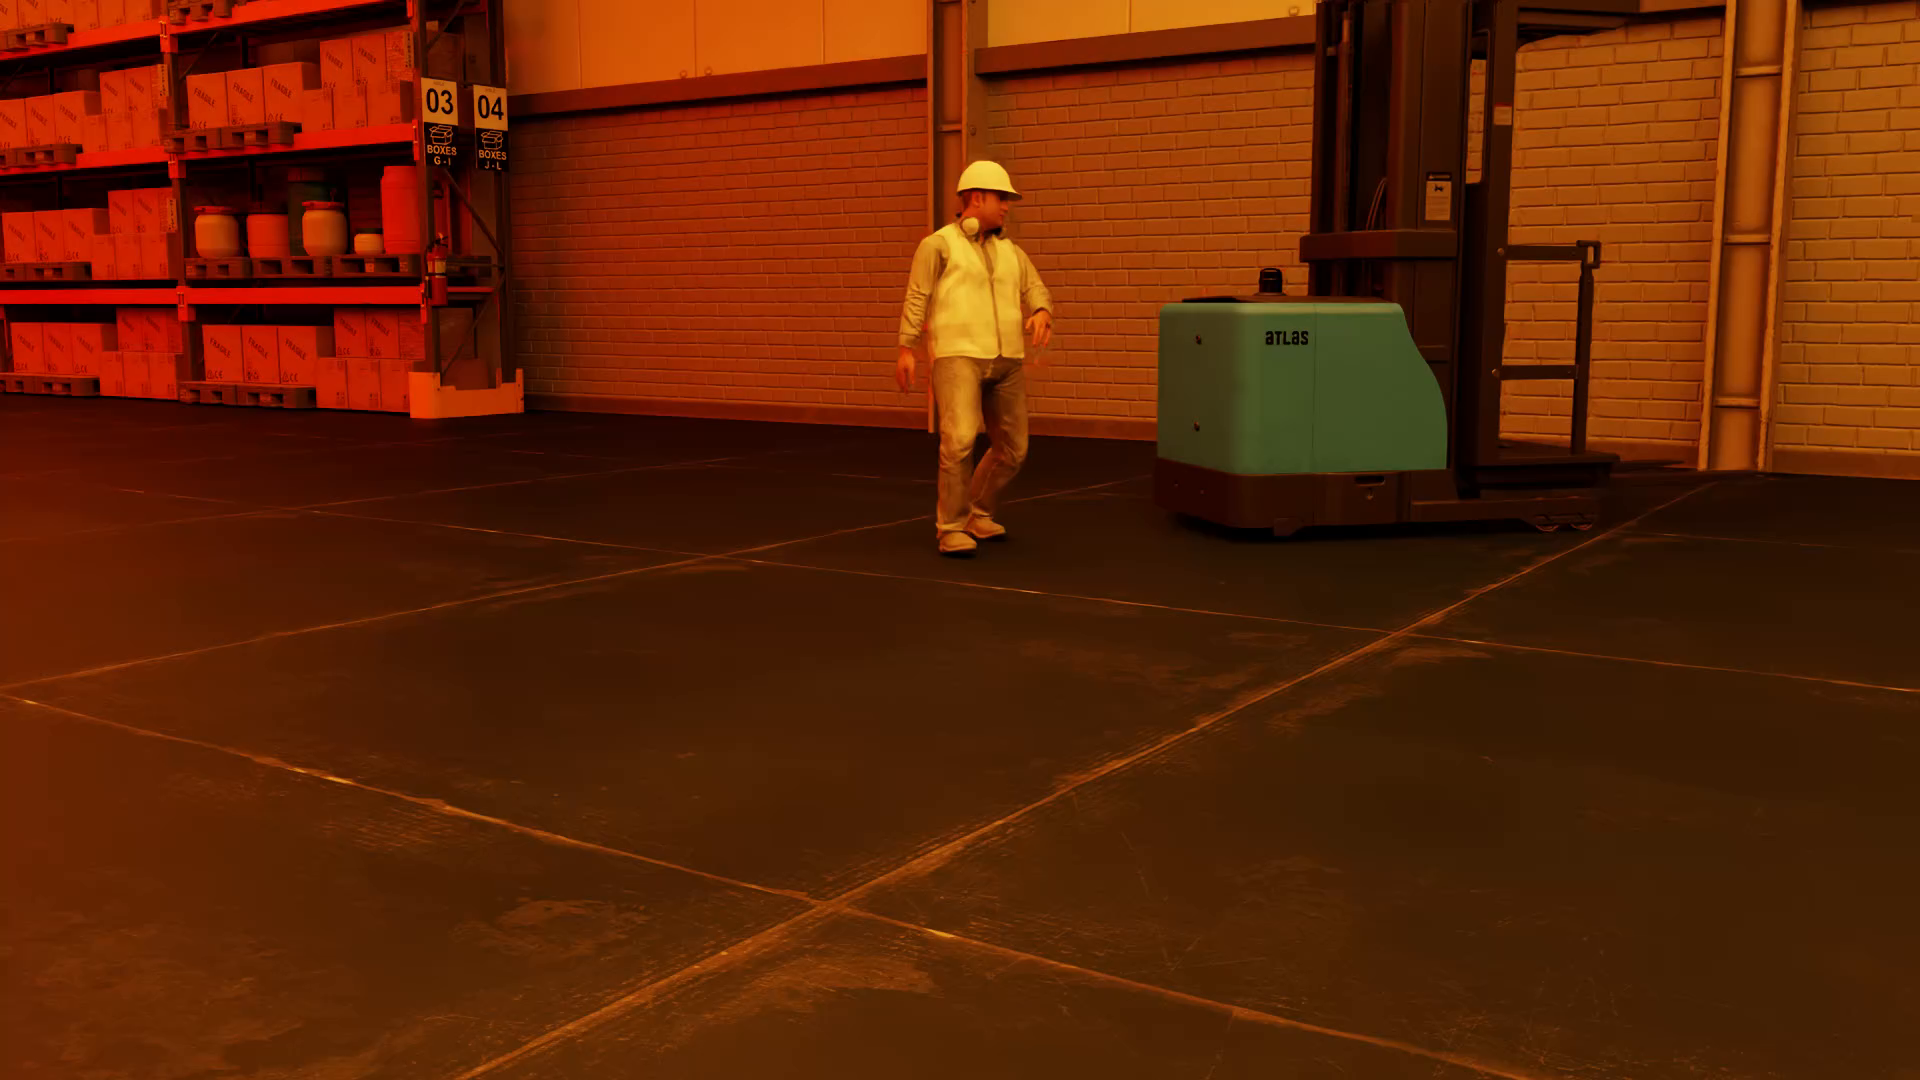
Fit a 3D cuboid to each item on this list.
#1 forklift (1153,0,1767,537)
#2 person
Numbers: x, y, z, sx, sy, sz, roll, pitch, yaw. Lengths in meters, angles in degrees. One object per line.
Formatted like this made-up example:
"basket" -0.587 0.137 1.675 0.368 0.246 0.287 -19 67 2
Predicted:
"forklift" 2.546 -1.558 8.150 3.031 2.935 1.130 -2 8 -16
"person" 0.049 -0.794 7.225 0.693 1.690 0.792 -6 10 -36
